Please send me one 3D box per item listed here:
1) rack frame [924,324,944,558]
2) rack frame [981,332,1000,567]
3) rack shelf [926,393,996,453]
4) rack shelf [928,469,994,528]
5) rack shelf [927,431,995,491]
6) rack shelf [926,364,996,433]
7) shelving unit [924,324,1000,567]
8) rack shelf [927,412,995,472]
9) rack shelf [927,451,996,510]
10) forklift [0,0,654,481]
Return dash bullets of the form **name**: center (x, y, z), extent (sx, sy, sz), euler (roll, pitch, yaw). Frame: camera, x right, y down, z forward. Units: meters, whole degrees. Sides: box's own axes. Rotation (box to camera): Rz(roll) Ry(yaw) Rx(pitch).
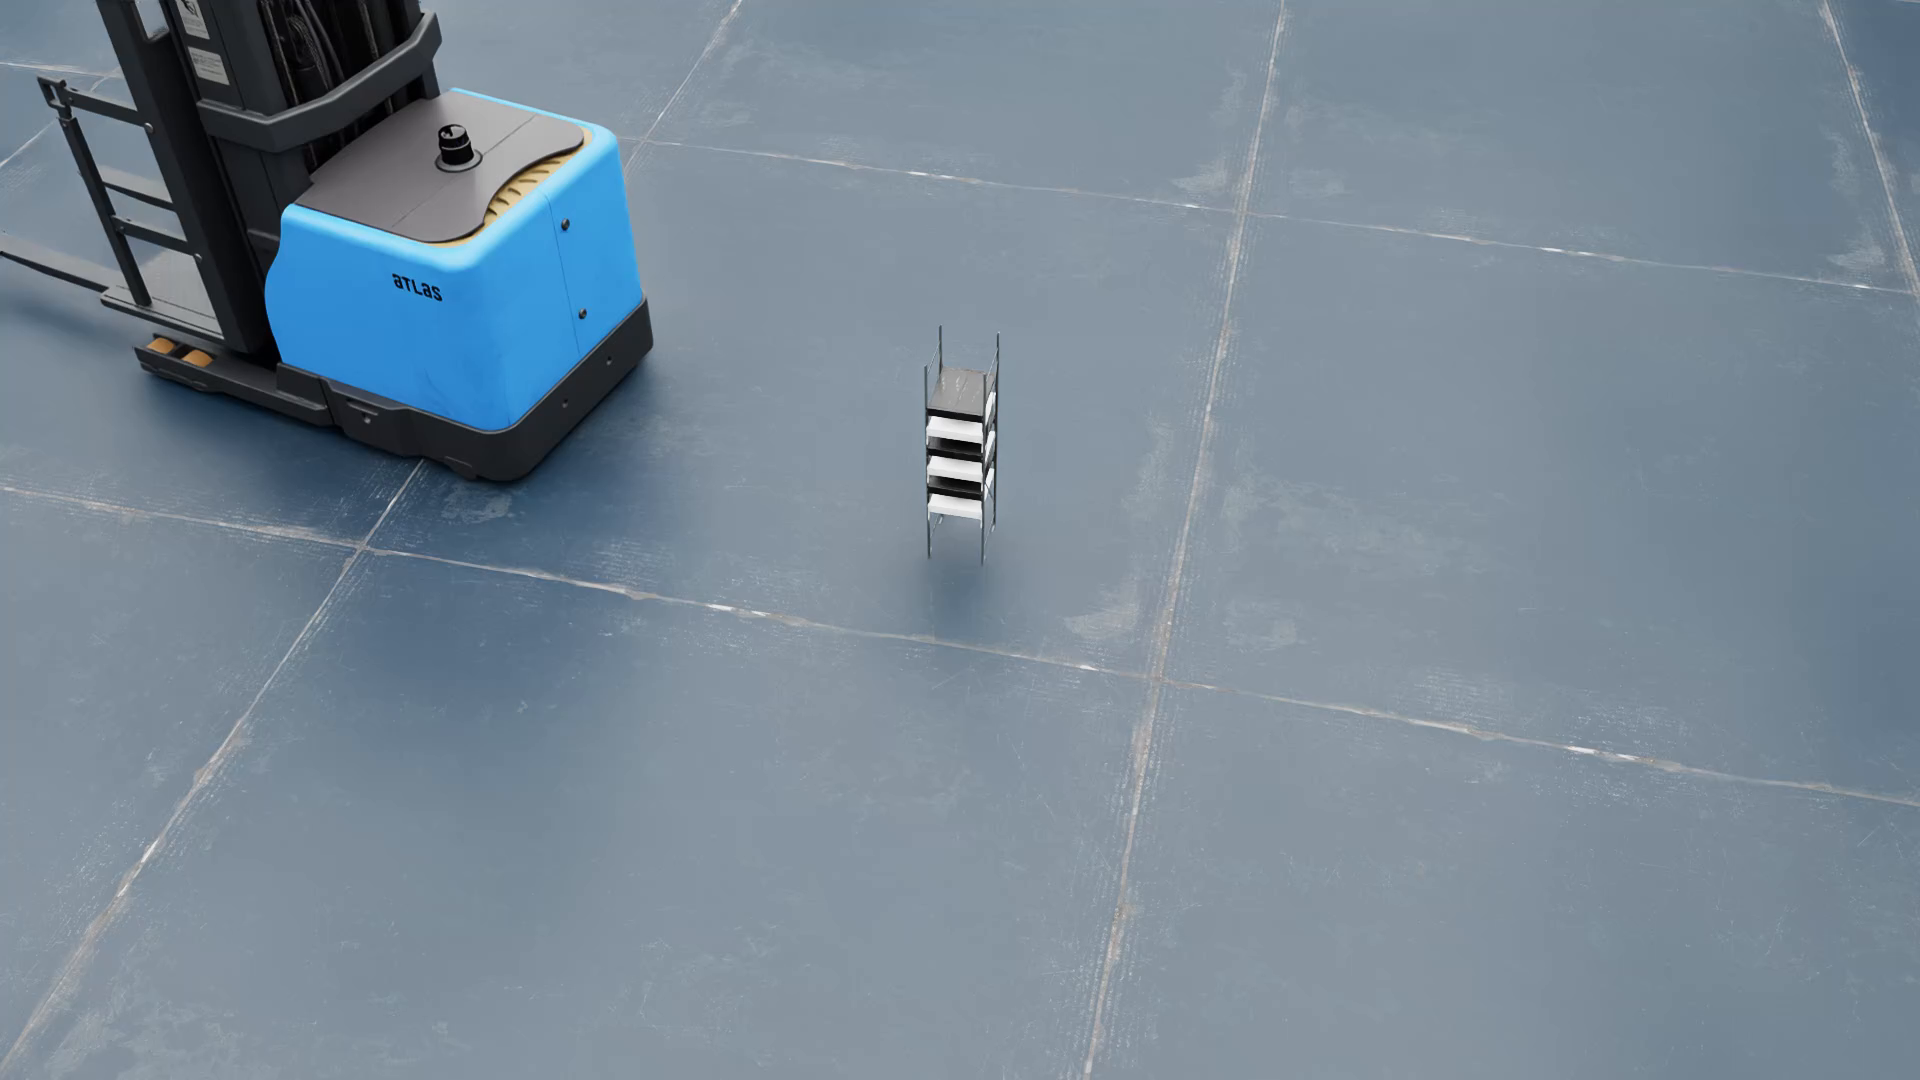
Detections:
- **rack frame**: center (-0.091, -0.338, 5.953), extent (0.006, 0.900, 0.240), euler (9, 45, 9)
- **rack frame**: center (0.107, -0.308, 5.921), extent (0.006, 0.900, 0.240), euler (9, 45, 9)
- **rack shelf**: center (0.008, -0.429, 5.835), extent (0.200, 0.077, 0.258), euler (9, 45, 9)
- **rack shelf**: center (0.008, -0.169, 6.085), extent (0.200, 0.077, 0.258), euler (9, 45, 9)
- **rack shelf**: center (0.008, -0.299, 5.960), extent (0.200, 0.077, 0.258), euler (9, 45, 9)
- **rack shelf**: center (0.008, -0.493, 5.773), extent (0.200, 0.077, 0.258), euler (9, 45, 9)
- **shelving unit**: center (0.008, -0.323, 5.937), extent (0.210, 0.900, 0.258), euler (9, 45, 9)
- **rack shelf**: center (0.008, -0.364, 5.897), extent (0.200, 0.077, 0.258), euler (9, 45, 9)
- **rack shelf**: center (0.008, -0.234, 6.022), extent (0.200, 0.077, 0.258), euler (9, 45, 9)
- **forklift**: center (-2.848, -1.984, 6.198), extent (3.031, 2.935, 1.130), euler (18, 47, 18)
